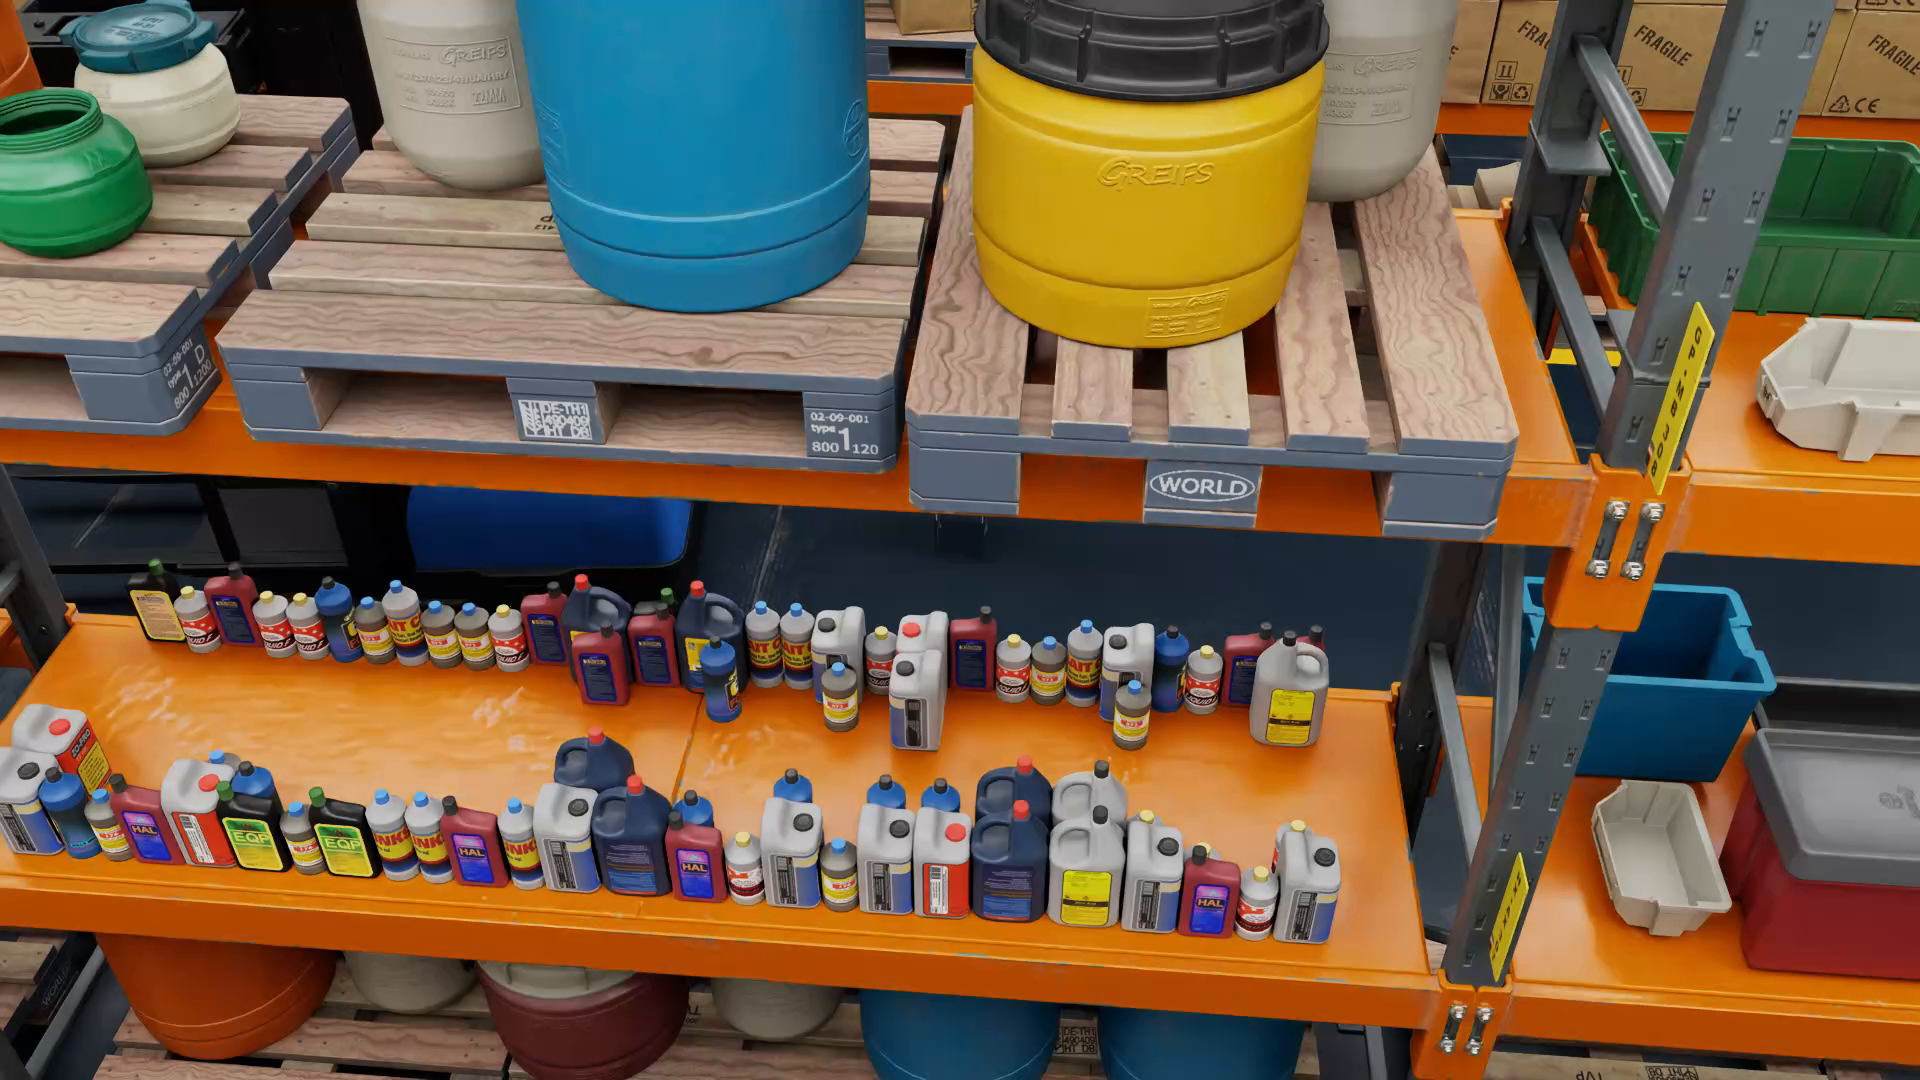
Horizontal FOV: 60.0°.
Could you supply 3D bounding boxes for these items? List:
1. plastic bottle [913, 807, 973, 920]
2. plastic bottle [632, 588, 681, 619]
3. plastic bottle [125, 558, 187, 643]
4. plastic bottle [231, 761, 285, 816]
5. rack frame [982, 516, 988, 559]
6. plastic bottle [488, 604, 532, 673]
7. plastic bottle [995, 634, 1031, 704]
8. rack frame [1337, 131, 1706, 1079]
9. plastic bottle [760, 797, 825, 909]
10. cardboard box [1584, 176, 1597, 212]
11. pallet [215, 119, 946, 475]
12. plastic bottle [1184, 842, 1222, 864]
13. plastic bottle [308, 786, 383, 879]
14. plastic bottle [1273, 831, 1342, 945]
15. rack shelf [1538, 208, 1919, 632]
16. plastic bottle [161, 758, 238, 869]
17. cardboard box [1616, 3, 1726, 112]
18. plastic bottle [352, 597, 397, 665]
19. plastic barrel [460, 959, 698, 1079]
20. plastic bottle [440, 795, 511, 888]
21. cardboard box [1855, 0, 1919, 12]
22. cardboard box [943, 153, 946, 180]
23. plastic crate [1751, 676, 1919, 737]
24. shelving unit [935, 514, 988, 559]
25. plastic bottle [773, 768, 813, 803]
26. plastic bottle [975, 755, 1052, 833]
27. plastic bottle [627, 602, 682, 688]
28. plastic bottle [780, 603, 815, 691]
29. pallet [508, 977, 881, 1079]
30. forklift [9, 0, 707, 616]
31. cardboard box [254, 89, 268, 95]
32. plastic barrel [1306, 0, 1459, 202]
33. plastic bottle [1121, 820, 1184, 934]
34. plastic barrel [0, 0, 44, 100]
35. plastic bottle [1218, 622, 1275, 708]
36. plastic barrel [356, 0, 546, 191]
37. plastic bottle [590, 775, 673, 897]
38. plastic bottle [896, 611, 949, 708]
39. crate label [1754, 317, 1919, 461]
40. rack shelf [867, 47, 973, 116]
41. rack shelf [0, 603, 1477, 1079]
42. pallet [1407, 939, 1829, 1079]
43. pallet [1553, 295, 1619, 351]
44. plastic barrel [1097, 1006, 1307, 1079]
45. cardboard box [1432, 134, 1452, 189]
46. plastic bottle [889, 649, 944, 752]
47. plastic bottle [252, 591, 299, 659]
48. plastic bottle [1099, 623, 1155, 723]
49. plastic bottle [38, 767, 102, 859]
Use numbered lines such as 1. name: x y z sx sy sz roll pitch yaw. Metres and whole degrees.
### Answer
1. plastic bottle: -0.039 0.771 4.025 0.135 0.276 0.152 3 39 4
2. plastic bottle: -0.842 0.249 4.660 0.133 0.283 0.061 3 39 4
3. plastic bottle: -2.298 0.170 4.758 0.133 0.283 0.061 3 39 4
4. plastic bottle: -1.755 0.658 4.167 0.097 0.271 0.097 0 39 0
5. rack frame: 0.109 -0.343 6.959 0.006 0.900 0.240 3 39 4
6. plastic bottle: -1.276 0.269 4.701 0.097 0.201 0.097 0 39 0
7. plastic bottle: 0.148 0.347 4.605 0.097 0.201 0.097 0 39 0
8. rack frame: 1.248 0.589 4.151 0.127 3.000 1.000 3 39 4
9. plastic bottle: -0.404 0.751 4.049 0.135 0.276 0.152 3 39 4
10. cardboard box: 3.551 -1.630 8.505 0.637 0.503 0.797 3 39 4
11. pallet: -0.672 -0.543 3.314 1.213 0.211 1.003 3 39 4
12. plastic bottle: 0.581 0.813 4.032 0.097 0.201 0.097 0 39 0
13. plastic bottle: -1.514 0.717 4.086 0.133 0.283 0.061 3 39 4
14. plastic bottle: 0.827 0.819 3.966 0.135 0.276 0.152 3 39 4
15. rack shelf: 3.240 -0.187 3.297 4.000 0.370 1.077 3 39 4
16. plastic bottle: -1.873 0.671 4.148 0.135 0.276 0.152 3 39 4
17. cardboard box: 3.172 -2.311 7.634 0.500 0.500 0.500 3 39 4
18. plastic bottle: -1.663 0.248 4.727 0.097 0.201 0.097 0 39 0
19. plastic barrel: -1.124 1.221 4.952 0.708 0.588 0.600 3 39 4
20. plastic bottle: -1.187 0.735 4.064 0.133 0.283 0.061 3 39 4
21. cardboard box: 4.176 -2.639 7.244 0.500 0.500 0.500 4 39 5
22. cardboard box: -0.336 -1.660 8.545 0.500 0.500 0.500 2 39 2
23. plastic crate: 2.386 0.564 4.351 0.590 0.125 0.437 3 39 4
24. shelving unit: 0.008 -0.349 6.965 0.210 0.900 0.258 3 39 4
25. plastic bottle: -0.412 0.674 4.148 0.097 0.271 0.097 0 39 0
26. plastic bottle: 0.132 0.663 4.099 0.185 0.351 0.144 3 39 4
27. plastic bottle: -0.847 0.288 4.613 0.133 0.283 0.061 3 39 4
28. plastic bottle: -0.447 0.287 4.623 0.097 0.271 0.097 0 39 0
29. pallet: -0.736 1.537 5.194 1.213 0.211 1.003 3 39 4
30. forklift: -2.627 -1.097 6.275 3.031 2.935 1.130 -1 39 -1
31. cardboard box: -3.835 -2.324 9.130 0.500 0.311 0.500 2 39 3
32. plastic barrel: 0.745 -0.977 3.257 0.433 0.535 0.433 0 39 0
33. plastic bottle: 0.463 0.799 3.991 0.135 0.276 0.152 3 39 4
34. plastic barrel: -2.172 -1.089 3.163 0.708 0.830 0.600 3 39 4
35. plastic bottle: 0.786 0.338 4.551 0.133 0.283 0.061 3 39 4
36. plastic barrel: -0.958 -1.006 3.294 0.433 0.535 0.433 0 39 0
37. plastic bottle: -0.794 0.704 4.049 0.185 0.351 0.144 3 39 4
38. plastic bottle: -0.103 0.322 4.577 0.135 0.276 0.152 3 39 4
39. crate label: 1.710 -0.264 3.031 0.466 0.136 0.293 3 39 4
40. rack shelf: -0.314 -2.356 8.339 4.000 0.370 1.077 3 39 4
41. rack shelf: -0.745 0.759 4.512 4.000 0.370 1.077 3 39 4
42. pallet: 1.983 1.686 5.012 1.213 0.211 1.003 3 39 4
43. pallet: 3.582 -1.342 8.732 1.213 0.211 1.003 3 39 4
44. plastic barrel: 0.707 1.199 4.730 0.708 0.901 0.600 3 39 4
45. cardboard box: 2.271 -1.875 8.809 0.500 0.500 0.500 3 39 4
46. plastic bottle: -0.116 0.417 4.460 0.135 0.276 0.152 3 39 4
47. plastic bottle: -1.954 0.232 4.746 0.097 0.201 0.097 0 39 0
48. plastic bottle: 0.455 0.352 4.540 0.135 0.276 0.152 3 39 4
49. plastic bottle: -2.221 0.671 4.151 0.097 0.271 0.097 0 39 0
